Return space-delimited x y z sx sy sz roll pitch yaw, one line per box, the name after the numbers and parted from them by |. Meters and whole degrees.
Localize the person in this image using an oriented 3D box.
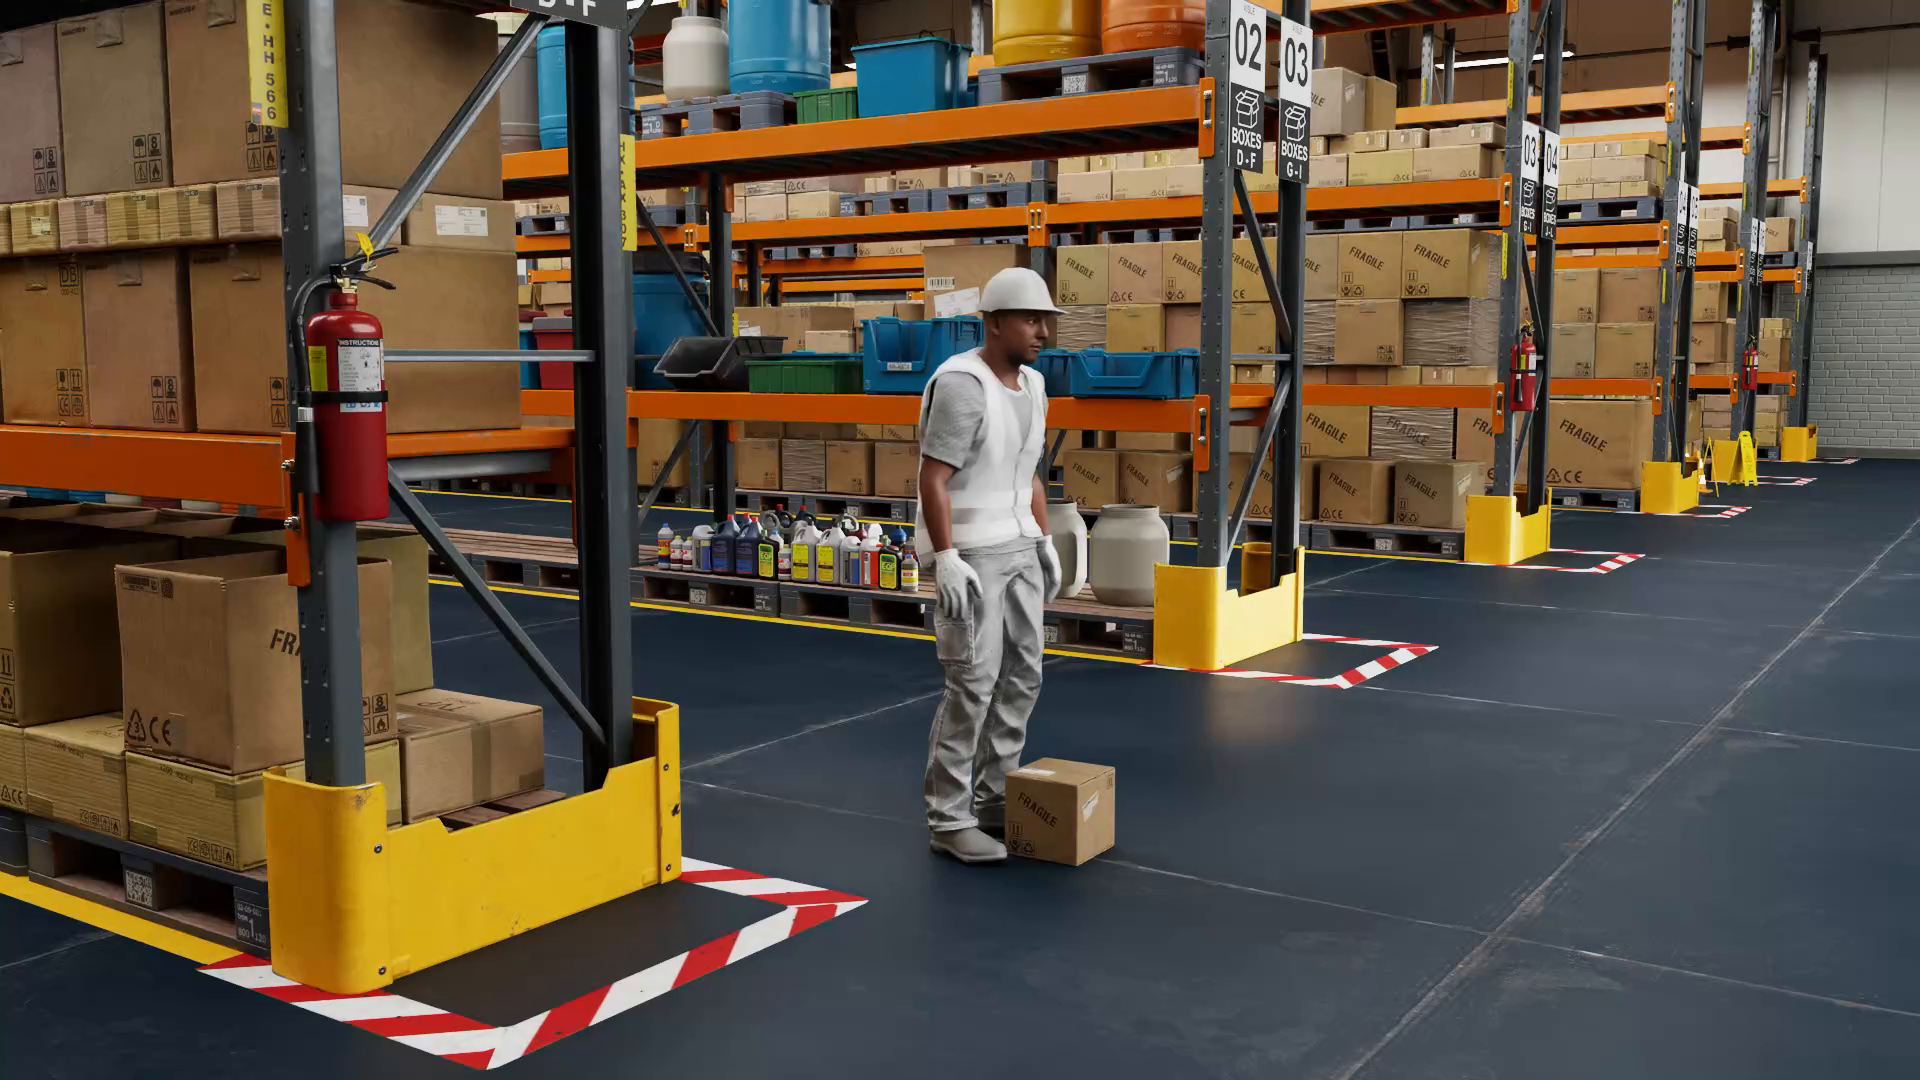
0.104 0.060 5.124 0.446 1.774 0.619 4 7 34 | person
